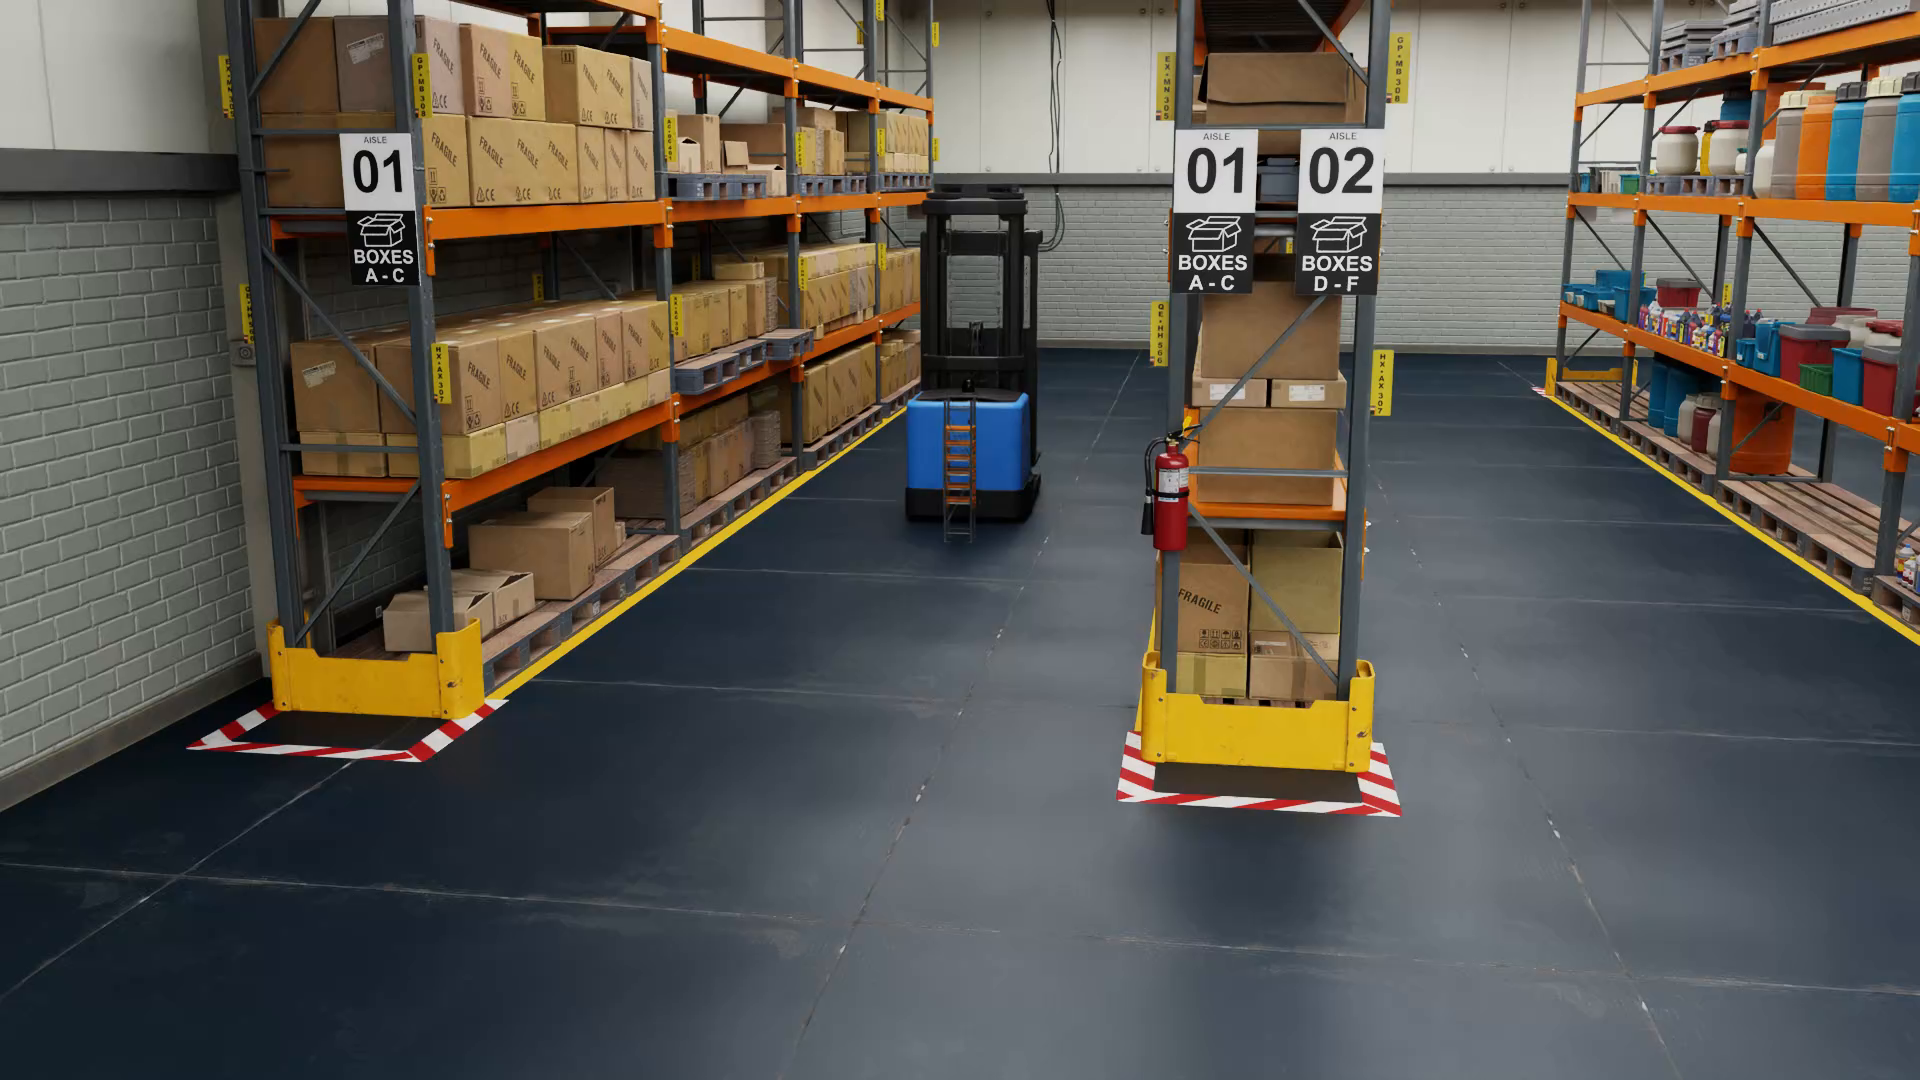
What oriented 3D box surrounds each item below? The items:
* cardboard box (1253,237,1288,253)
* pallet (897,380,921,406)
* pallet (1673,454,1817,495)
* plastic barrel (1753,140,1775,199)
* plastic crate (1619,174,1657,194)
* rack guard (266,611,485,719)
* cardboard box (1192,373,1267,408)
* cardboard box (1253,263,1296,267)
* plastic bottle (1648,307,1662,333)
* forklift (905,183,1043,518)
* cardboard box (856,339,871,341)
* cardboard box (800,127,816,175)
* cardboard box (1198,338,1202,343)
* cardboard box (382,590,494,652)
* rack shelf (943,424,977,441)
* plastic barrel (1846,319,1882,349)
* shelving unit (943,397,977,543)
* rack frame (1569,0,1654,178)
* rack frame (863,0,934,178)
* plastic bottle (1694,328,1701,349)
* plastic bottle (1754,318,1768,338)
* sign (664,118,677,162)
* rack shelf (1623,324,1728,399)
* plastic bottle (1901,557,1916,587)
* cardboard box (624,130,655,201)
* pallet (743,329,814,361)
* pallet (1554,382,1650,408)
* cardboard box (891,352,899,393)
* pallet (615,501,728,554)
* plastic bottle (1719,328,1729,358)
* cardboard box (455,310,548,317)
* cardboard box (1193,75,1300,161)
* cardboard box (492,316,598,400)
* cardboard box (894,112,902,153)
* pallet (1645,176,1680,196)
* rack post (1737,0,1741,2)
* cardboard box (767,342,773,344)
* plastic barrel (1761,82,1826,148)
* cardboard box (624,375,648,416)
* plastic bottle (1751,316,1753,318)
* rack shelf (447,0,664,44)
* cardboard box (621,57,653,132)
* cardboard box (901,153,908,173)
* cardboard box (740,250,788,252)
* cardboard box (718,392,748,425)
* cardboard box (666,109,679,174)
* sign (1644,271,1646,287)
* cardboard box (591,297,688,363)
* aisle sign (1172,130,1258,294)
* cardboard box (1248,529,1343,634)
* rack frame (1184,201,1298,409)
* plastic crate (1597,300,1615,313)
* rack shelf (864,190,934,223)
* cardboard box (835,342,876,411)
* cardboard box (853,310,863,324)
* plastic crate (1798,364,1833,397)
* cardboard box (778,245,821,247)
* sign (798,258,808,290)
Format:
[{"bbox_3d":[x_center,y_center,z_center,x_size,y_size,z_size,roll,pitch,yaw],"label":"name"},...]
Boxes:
[{"bbox_3d":[3.741,-3.462,20.327,0.500,0.500,0.500,2,12,10],"label":"cardboard box"},{"bbox_3d":[-1.125,-2.042,22.969,1.003,0.211,1.213,2,12,9],"label":"pallet"},{"bbox_3d":[7.750,-0.644,16.479,1.003,0.211,1.213,2,12,9],"label":"pallet"},{"bbox_3d":[7.319,-3.308,14.836,0.421,0.512,0.421,0,12,0],"label":"plastic barrel"},{"bbox_3d":[8.109,-4.258,19.910,0.416,0.233,0.300,2,12,9],"label":"plastic crate"},{"bbox_3d":[-3.338,0.709,9.516,1.175,0.500,0.348,2,12,9],"label":"rack guard"},{"bbox_3d":[1.416,-0.789,8.757,0.380,0.149,0.250,2,12,8],"label":"cardboard box"},{"bbox_3d":[1.867,-1.447,10.271,0.700,0.500,0.500,2,12,9],"label":"cardboard box"},{"bbox_3d":[7.781,-2.453,18.551,0.152,0.276,0.135,2,12,9],"label":"plastic bottle"},{"bbox_3d":[0.204,-1.885,15.782,1.130,2.935,3.031,1,12,7],"label":"forklift"},{"bbox_3d":[-1.348,-2.641,22.526,0.380,0.149,0.250,2,12,9],"label":"cardboard box"},{"bbox_3d":[-1.974,-4.222,18.063,0.700,0.500,0.500,3,12,12],"label":"cardboard box"},{"bbox_3d":[1.734,-1.218,10.748,0.380,0.149,0.250,2,12,7],"label":"cardboard box"},{"bbox_3d":[-3.155,0.461,10.071,0.500,0.311,0.500,0,12,2],"label":"cardboard box"},{"bbox_3d":[-0.002,-0.892,13.787,0.258,0.103,0.180,2,12,9],"label":"rack shelf"},{"bbox_3d":[7.658,-1.587,13.973,0.421,0.512,0.421,0,12,0],"label":"plastic barrel"},{"bbox_3d":[-0.002,-0.584,13.853,0.258,1.200,0.189,2,12,9],"label":"shelving unit"},{"bbox_3d":[8.900,-6.439,22.513,1.000,3.000,0.127,2,12,9],"label":"rack frame"},{"bbox_3d":[-0.889,-6.760,24.002,1.000,3.000,0.127,2,12,9],"label":"rack frame"},{"bbox_3d":[7.471,-2.035,16.789,0.097,0.201,0.097,0,12,0],"label":"plastic bottle"},{"bbox_3d":[8.269,-2.149,17.140,0.152,0.276,0.135,2,12,9],"label":"plastic bottle"},{"bbox_3d":[-2.197,-3.033,12.599,0.100,0.325,0.005,2,12,9],"label":"sign"},{"bbox_3d":[7.977,-1.906,17.425,1.077,0.370,4.000,2,12,9],"label":"rack shelf"},{"bbox_3d":[6.557,0.217,11.462,0.097,0.201,0.097,0,12,0],"label":"plastic bottle"},{"bbox_3d":[-2.569,-2.741,12.187,0.500,0.500,0.500,2,12,10],"label":"cardboard box"},{"bbox_3d":[-2.124,-1.917,16.223,1.213,0.211,1.003,2,12,9],"label":"pallet"},{"bbox_3d":[8.735,-1.973,22.648,1.003,0.211,1.213,2,12,9],"label":"pallet"},{"bbox_3d":[-1.208,-2.235,22.182,0.700,0.500,0.500,2,12,8],"label":"cardboard box"},{"bbox_3d":[-2.616,-0.129,14.089,1.003,0.211,1.213,2,12,9],"label":"pallet"},{"bbox_3d":[7.310,-1.882,15.885,0.061,0.283,0.133,2,12,9],"label":"plastic bottle"},{"bbox_3d":[-3.179,-1.331,11.576,0.500,0.500,0.500,2,12,10],"label":"cardboard box"},{"bbox_3d":[1.783,-2.622,10.345,0.797,0.503,0.637,3,13,15],"label":"cardboard box"},{"bbox_3d":[-2.740,-1.207,11.005,0.500,0.500,0.500,2,12,10],"label":"cardboard box"},{"bbox_3d":[-1.045,-5.255,21.481,0.500,0.500,0.500,2,12,7],"label":"cardboard box"},{"bbox_3d":[8.261,-3.882,18.213,1.213,0.211,1.003,2,12,9],"label":"pallet"},{"bbox_3d":[7.693,-5.191,15.499,0.624,0.289,0.986,2,12,9],"label":"rack post"},{"bbox_3d":[-1.840,-2.110,17.215,0.380,0.149,0.250,2,12,8],"label":"cardboard box"},{"bbox_3d":[7.760,-3.841,15.560,0.600,0.830,0.708,2,12,9],"label":"plastic barrel"},{"bbox_3d":[-2.593,-1.054,12.074,0.500,0.250,0.500,2,12,9],"label":"cardboard box"},{"bbox_3d":[8.282,-2.210,17.436,0.097,0.271,0.097,0,12,0],"label":"plastic bottle"},{"bbox_3d":[-3.042,-3.493,10.556,1.077,0.370,4.000,2,12,9],"label":"rack shelf"},{"bbox_3d":[-2.544,-3.230,12.085,0.500,0.500,0.500,1,12,4],"label":"cardboard box"},{"bbox_3d":[-0.974,-4.990,22.030,0.500,0.250,0.500,2,12,7],"label":"cardboard box"},{"bbox_3d":[-2.141,-3.050,18.256,0.500,0.250,0.500,2,12,7],"label":"cardboard box"},{"bbox_3d":[-2.328,-1.254,15.801,0.500,0.250,0.500,2,12,10],"label":"cardboard box"},{"bbox_3d":[-2.572,-3.161,13.189,0.500,0.500,0.500,4,13,17],"label":"cardboard box"},{"bbox_3d":[9.446,-3.572,23.061,0.100,0.325,0.005,2,12,9],"label":"sign"},{"bbox_3d":[-2.623,-1.698,13.473,0.700,0.500,0.500,2,12,9],"label":"cardboard box"},{"bbox_3d":[1.245,-1.604,8.145,0.394,0.787,0.004,2,12,9],"label":"aisle sign"},{"bbox_3d":[1.923,0.226,9.573,0.500,0.500,0.500,2,12,9],"label":"cardboard box"},{"bbox_3d":[2.161,-1.170,12.302,1.000,3.000,0.127,2,12,9],"label":"rack frame"},{"bbox_3d":[8.256,-2.947,21.030,0.293,0.136,0.466,2,12,9],"label":"plastic crate"},{"bbox_3d":[-1.197,-4.526,22.462,1.077,0.370,4.000,2,12,9],"label":"rack shelf"},{"bbox_3d":[-1.476,-2.010,20.306,0.750,0.750,0.750,2,12,9],"label":"cardboard box"},{"bbox_3d":[-1.359,-2.640,19.671,0.380,0.149,0.250,2,12,9],"label":"cardboard box"},{"bbox_3d":[7.043,-1.277,13.301,0.450,0.188,0.662,2,12,9],"label":"plastic crate"},{"bbox_3d":[-1.906,-3.369,19.736,0.500,0.250,0.500,2,12,9],"label":"cardboard box"},{"bbox_3d":[-1.582,-2.674,16.721,0.100,0.325,0.005,2,12,9],"label":"sign"}]
